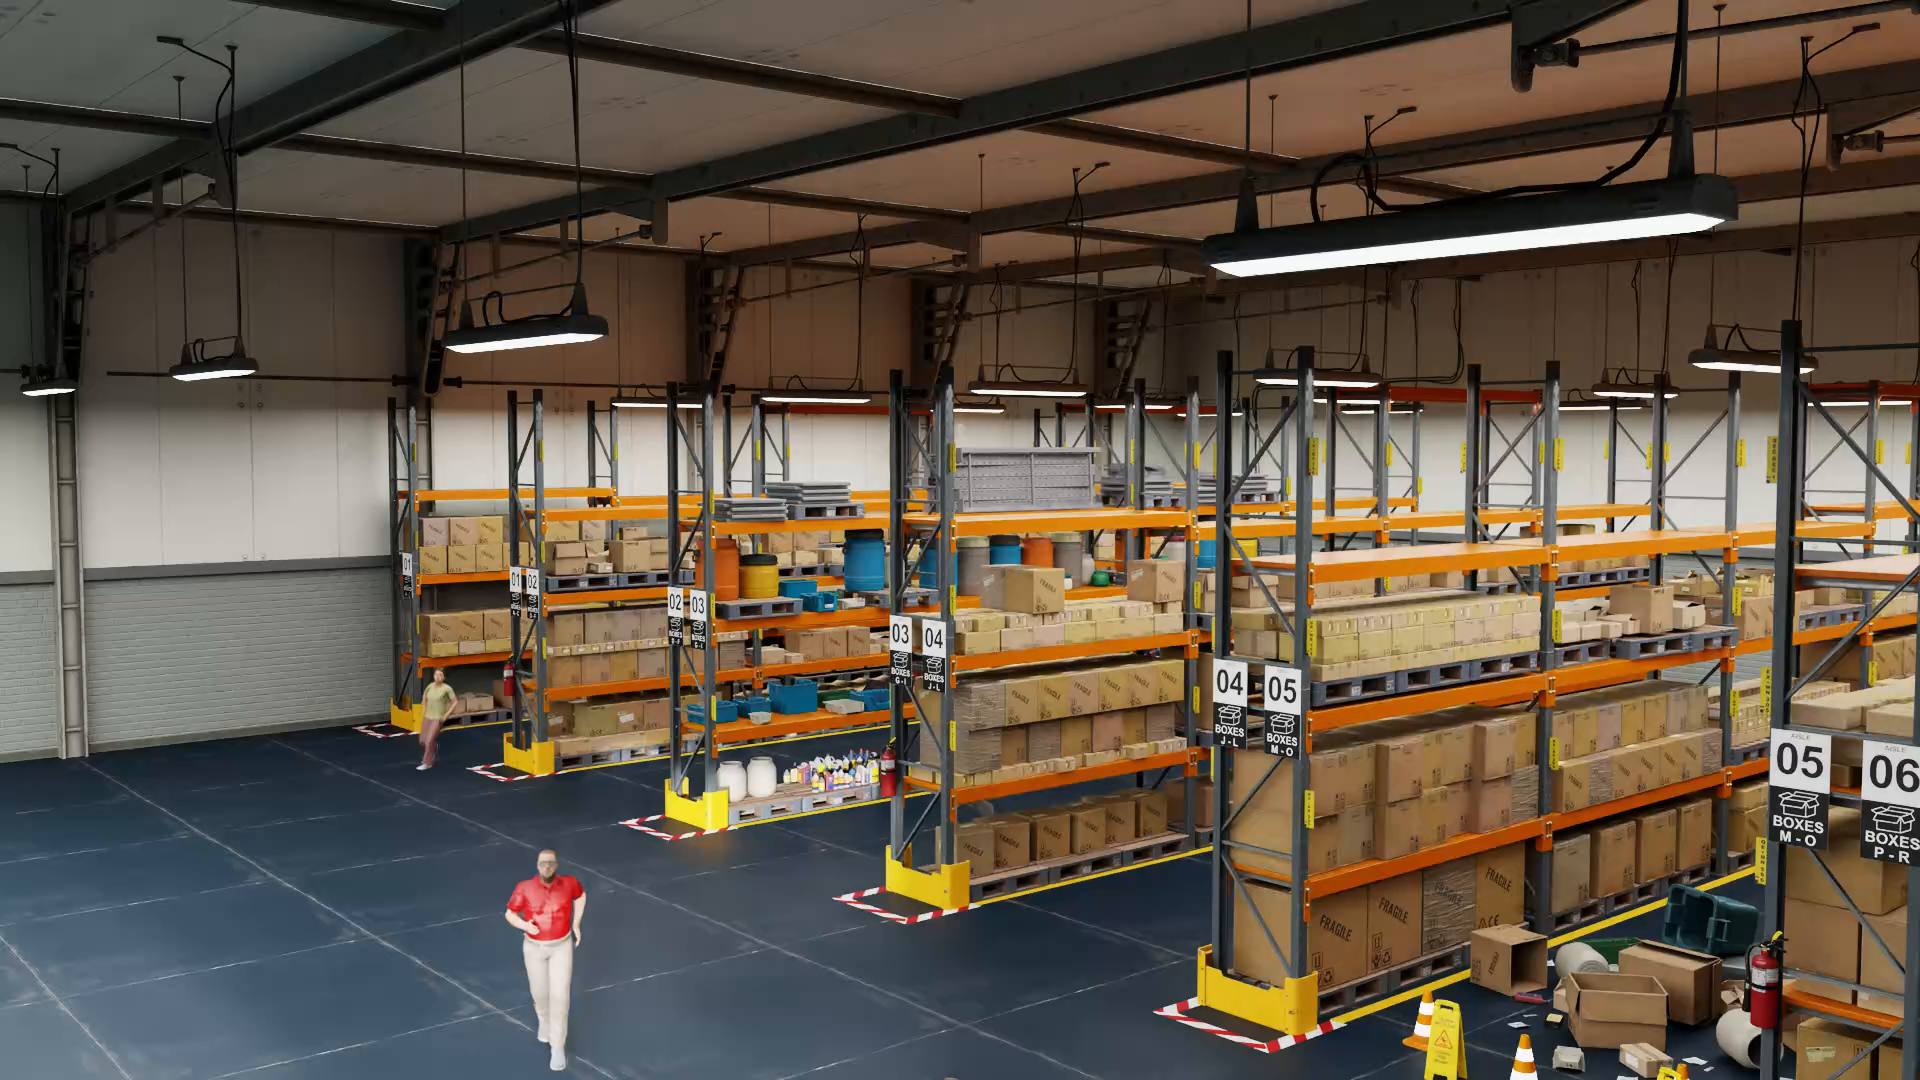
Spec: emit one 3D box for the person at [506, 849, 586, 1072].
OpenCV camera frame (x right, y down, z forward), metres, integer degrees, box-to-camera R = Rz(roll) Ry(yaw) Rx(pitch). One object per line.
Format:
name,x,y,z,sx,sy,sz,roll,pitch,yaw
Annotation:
person,-3.491,3.472,14.030,0.645,1.743,0.920,-1,3,-10

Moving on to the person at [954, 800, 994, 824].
person,0.052,3.002,21.721,0.715,1.754,1.020,3,4,38

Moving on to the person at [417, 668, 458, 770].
person,-8.262,2.817,26.380,0.646,1.618,0.596,1,3,10
